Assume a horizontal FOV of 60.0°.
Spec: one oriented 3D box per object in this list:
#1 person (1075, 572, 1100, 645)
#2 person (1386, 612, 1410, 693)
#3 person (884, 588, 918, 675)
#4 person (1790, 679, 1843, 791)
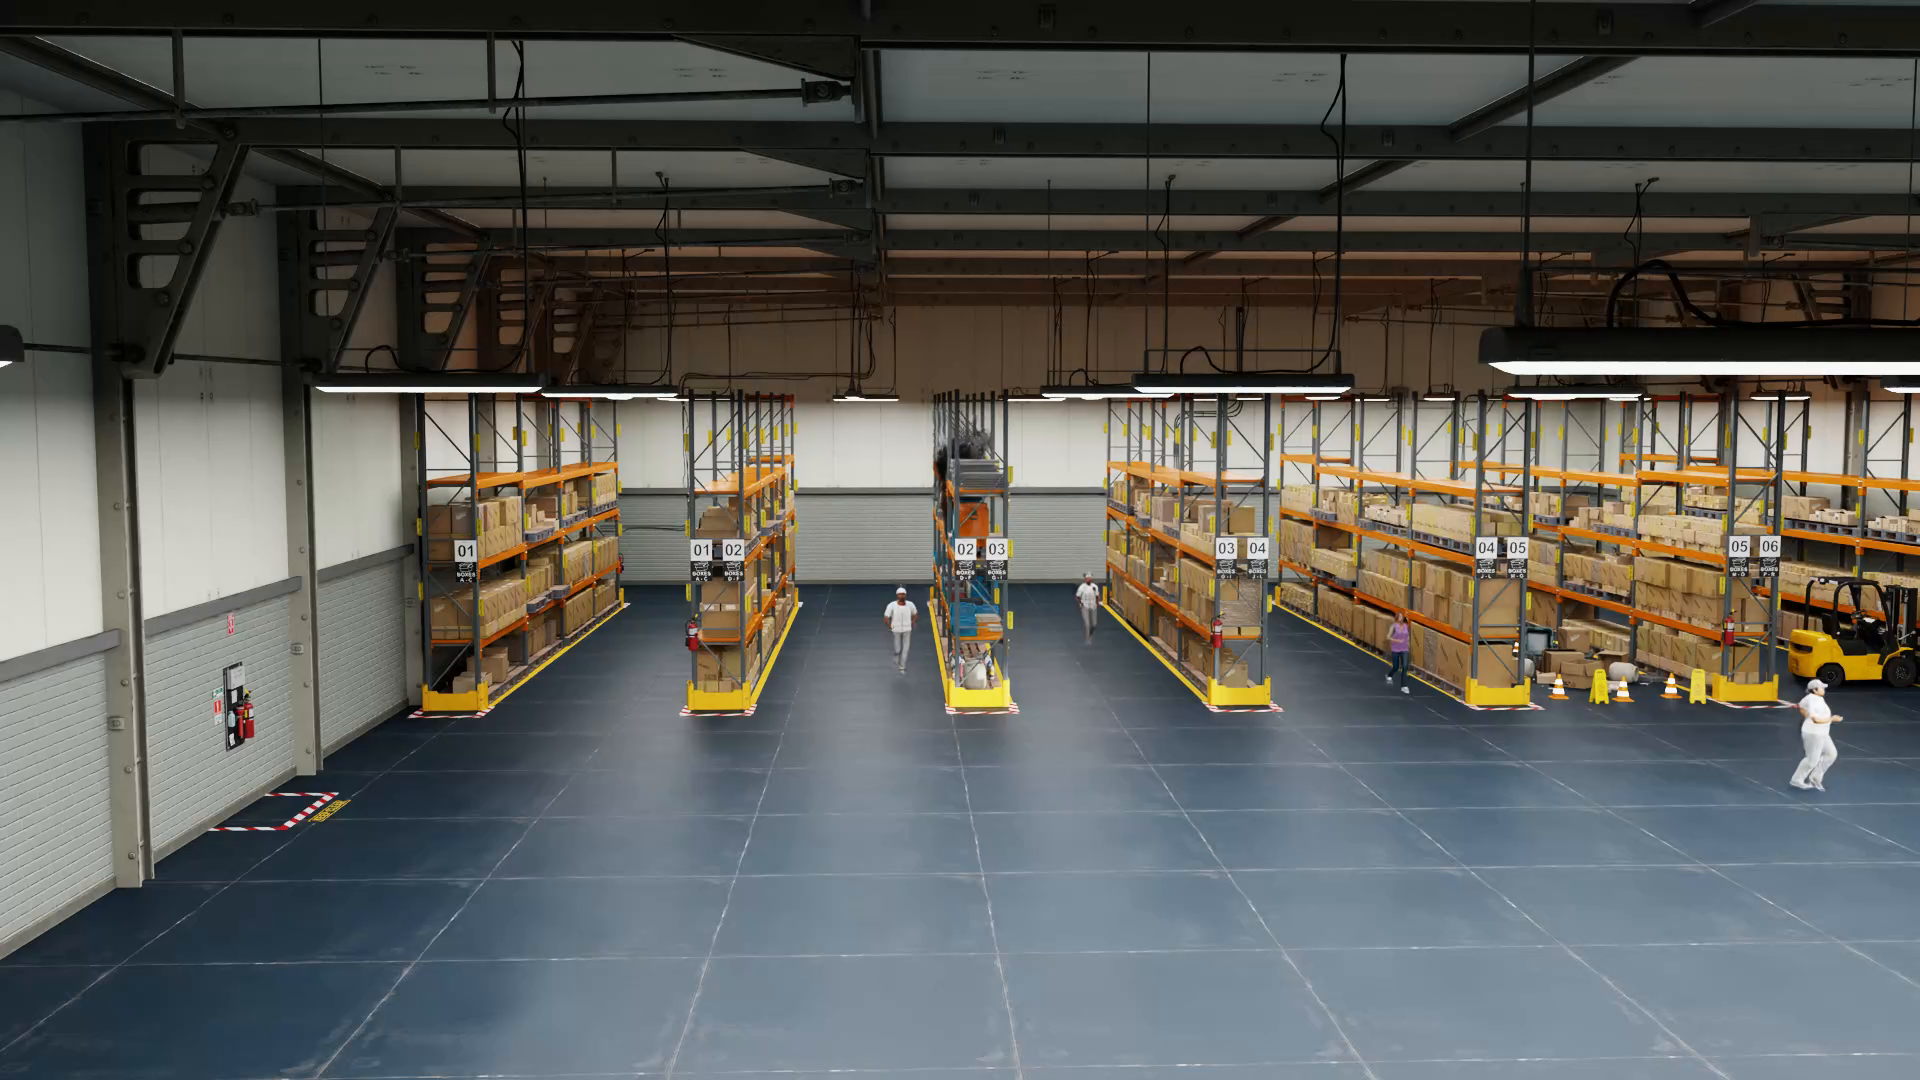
[{"bbox_3d":[2.905,1.545,37.623,0.573,1.662,0.538,-1,5,-8],"label":"person"},{"bbox_3d":[8.744,2.211,33.086,0.541,1.574,0.867,-1,5,-9],"label":"person"},{"bbox_3d":[-1.173,1.831,33.534,0.700,1.749,0.801,-1,5,-10],"label":"person"},{"bbox_3d":[12.673,2.902,24.583,0.661,1.695,0.586,3,5,31],"label":"person"}]
